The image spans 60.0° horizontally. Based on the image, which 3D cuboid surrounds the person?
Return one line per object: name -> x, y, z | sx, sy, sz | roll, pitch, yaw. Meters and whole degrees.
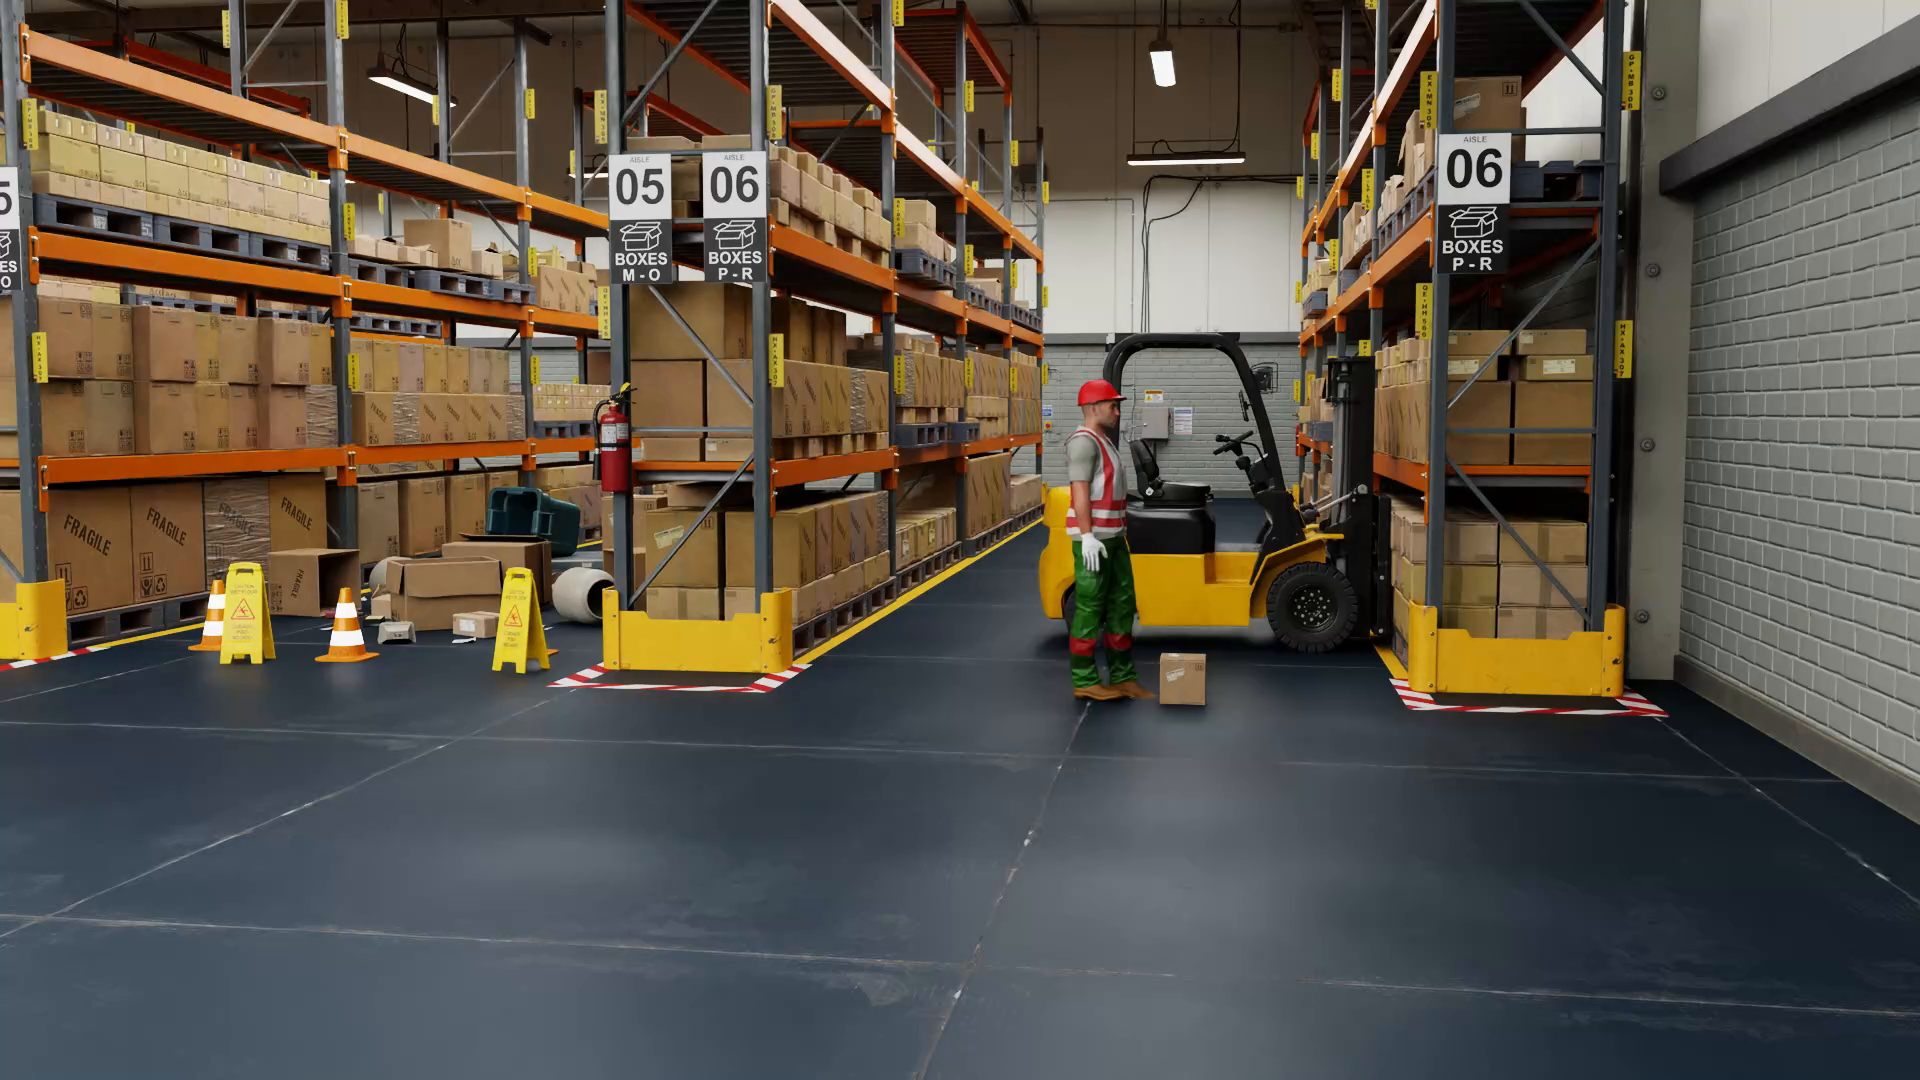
person -> 0.838, 0.020, 9.302 | 0.496, 1.832, 0.585 | 2, 5, 23
